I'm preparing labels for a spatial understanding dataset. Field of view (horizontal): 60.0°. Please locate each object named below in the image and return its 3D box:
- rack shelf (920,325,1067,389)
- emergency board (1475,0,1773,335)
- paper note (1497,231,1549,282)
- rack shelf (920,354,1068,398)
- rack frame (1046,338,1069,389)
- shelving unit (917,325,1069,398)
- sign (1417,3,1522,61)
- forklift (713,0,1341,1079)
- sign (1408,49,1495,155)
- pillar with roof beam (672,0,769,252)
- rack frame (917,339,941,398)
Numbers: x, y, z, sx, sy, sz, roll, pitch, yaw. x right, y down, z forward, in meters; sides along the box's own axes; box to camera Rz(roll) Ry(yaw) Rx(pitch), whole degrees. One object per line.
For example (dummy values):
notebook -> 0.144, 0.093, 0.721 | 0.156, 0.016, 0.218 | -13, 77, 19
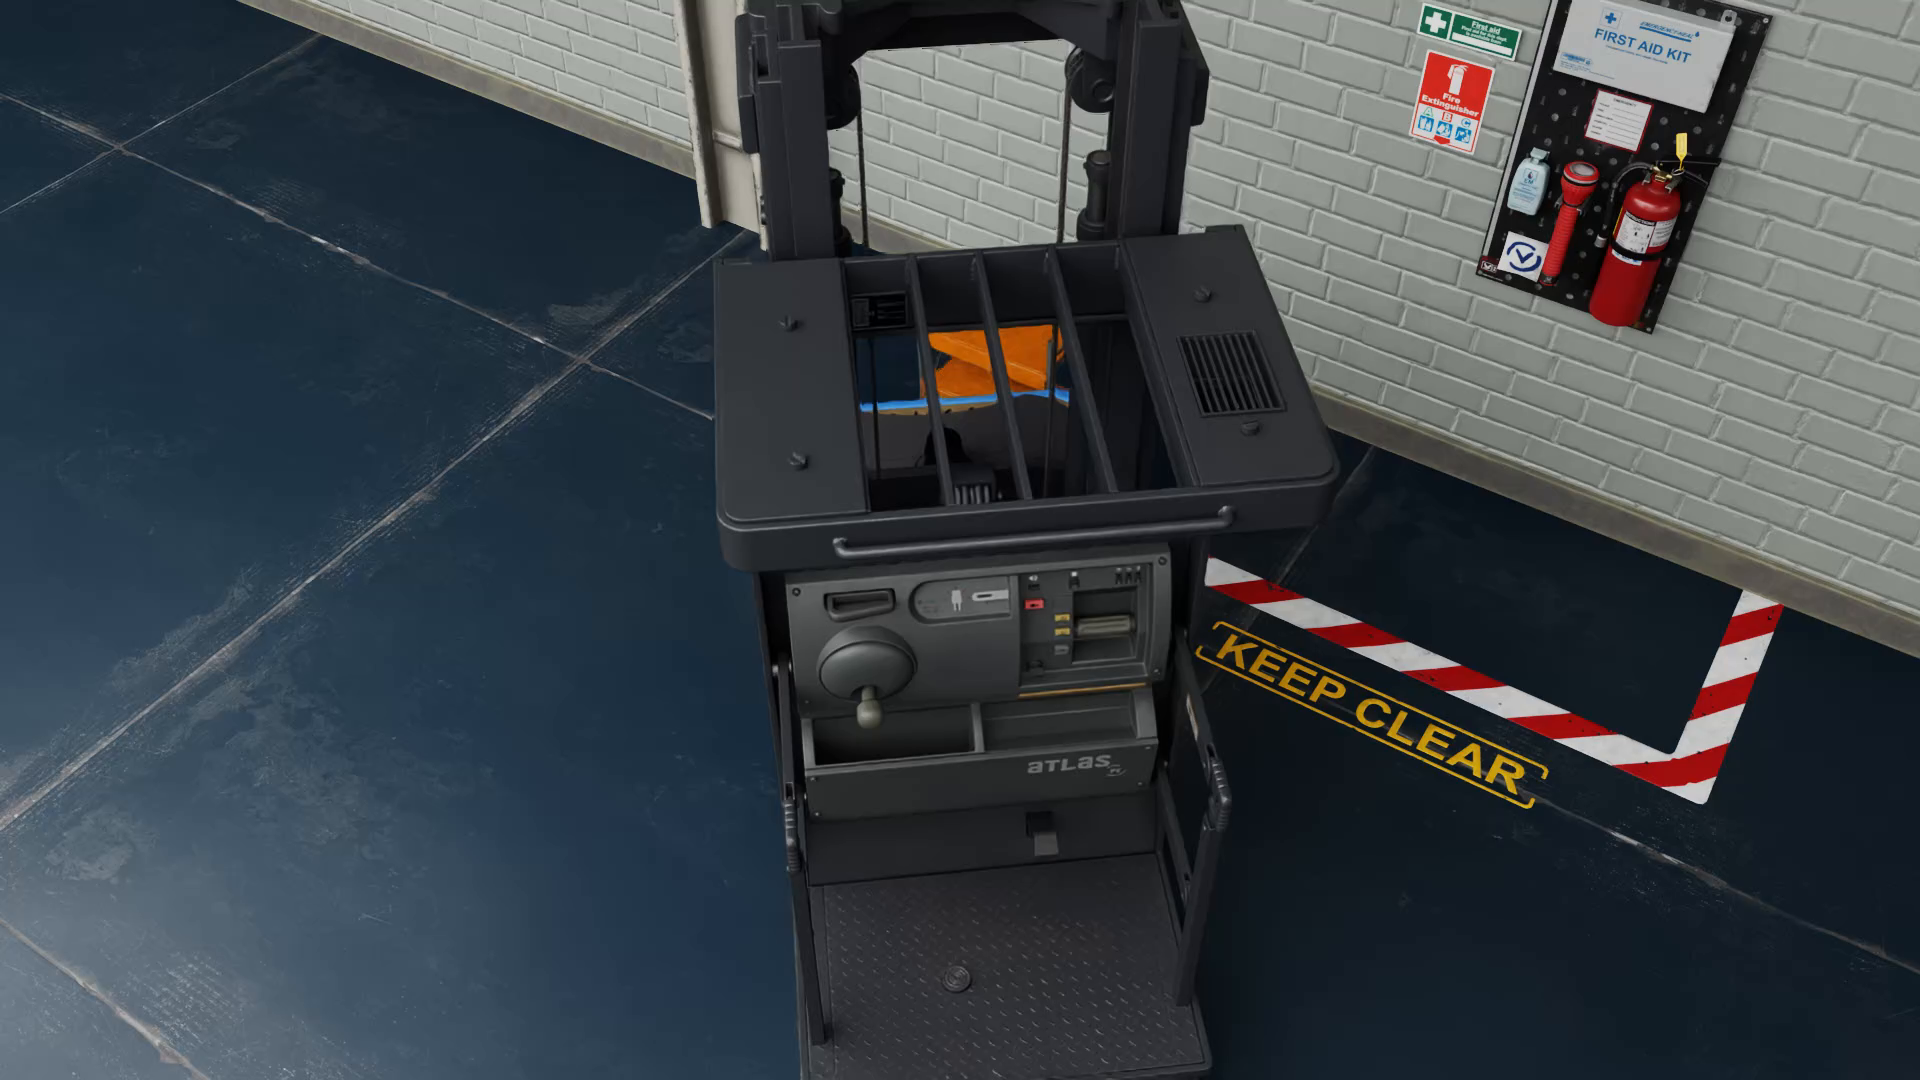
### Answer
rack shelf -> 0.134, -0.639, 5.486 | 0.480, 0.148, 0.258 | 24, 50, 21
emergency board -> 2.048, -1.171, 5.296 | 0.643, 1.169, 0.194 | 25, 51, 22
paper note -> 1.936, -0.974, 5.719 | 0.142, 0.148, 0.016 | 25, 51, 22
rack shelf -> 0.134, -0.474, 5.656 | 0.480, 0.148, 0.258 | 24, 50, 21
rack frame -> 0.342, -0.273, 5.679 | 0.015, 1.200, 0.240 | 24, 50, 21
shelving unit -> 0.134, -0.365, 5.768 | 0.503, 1.200, 0.258 | 24, 50, 21
sign -> 1.637, -1.637, 5.355 | 0.331, 0.109, 0.001 | 25, 51, 22
forklift -> 0.079, 0.329, 3.887 | 1.130, 2.935, 3.031 | -5, 46, -5
sign -> 1.638, -1.460, 5.552 | 0.234, 0.329, 0.001 | 25, 51, 22
pillar with roof beam -> -3.267, -2.006, 1.924 | 0.400, 9.000, 9.100 | 25, 51, 22
rack frame -> -0.074, -0.456, 5.857 | 0.015, 1.200, 0.240 | 24, 50, 21
